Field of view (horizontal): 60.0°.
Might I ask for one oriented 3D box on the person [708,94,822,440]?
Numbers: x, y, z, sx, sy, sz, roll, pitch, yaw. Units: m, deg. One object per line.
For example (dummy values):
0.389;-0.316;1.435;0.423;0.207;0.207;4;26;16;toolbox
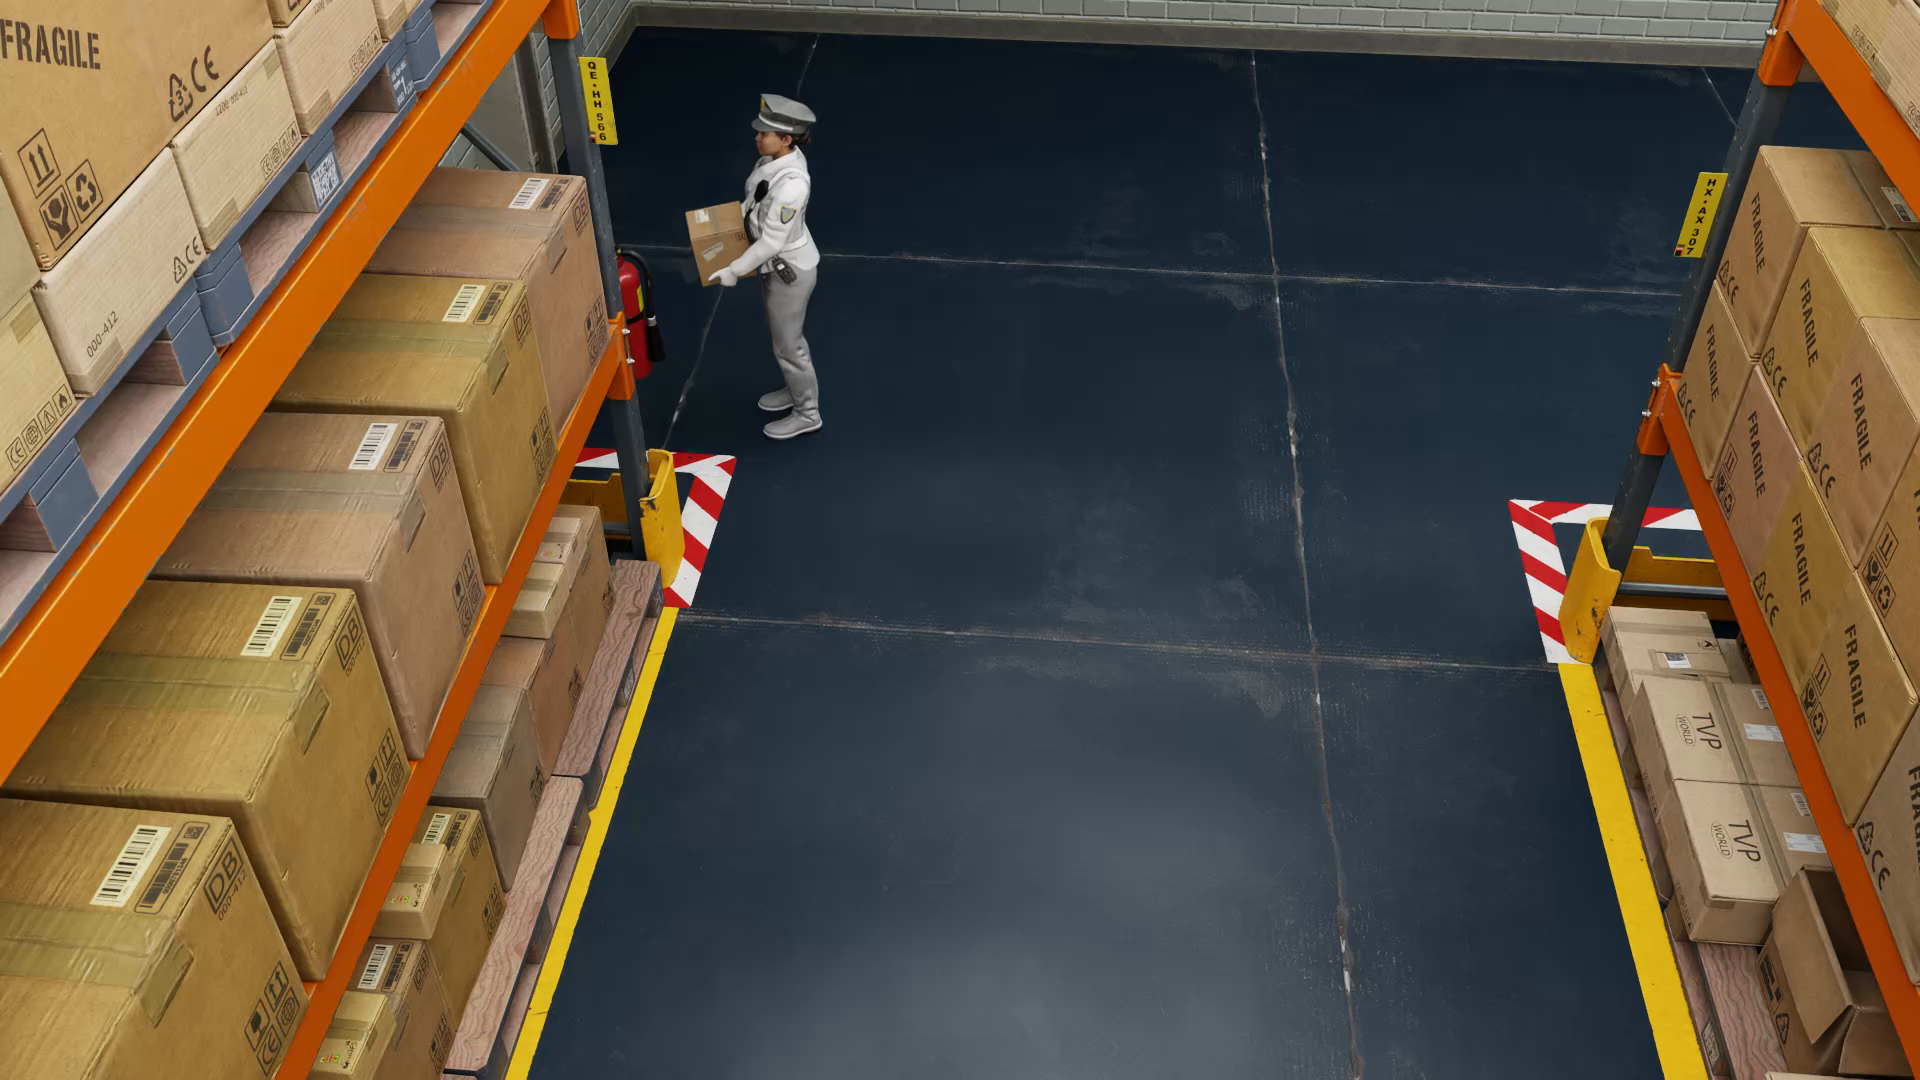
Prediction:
-0.889;-1.237;7.599;0.539;1.690;0.456;-8;41;-9;person
